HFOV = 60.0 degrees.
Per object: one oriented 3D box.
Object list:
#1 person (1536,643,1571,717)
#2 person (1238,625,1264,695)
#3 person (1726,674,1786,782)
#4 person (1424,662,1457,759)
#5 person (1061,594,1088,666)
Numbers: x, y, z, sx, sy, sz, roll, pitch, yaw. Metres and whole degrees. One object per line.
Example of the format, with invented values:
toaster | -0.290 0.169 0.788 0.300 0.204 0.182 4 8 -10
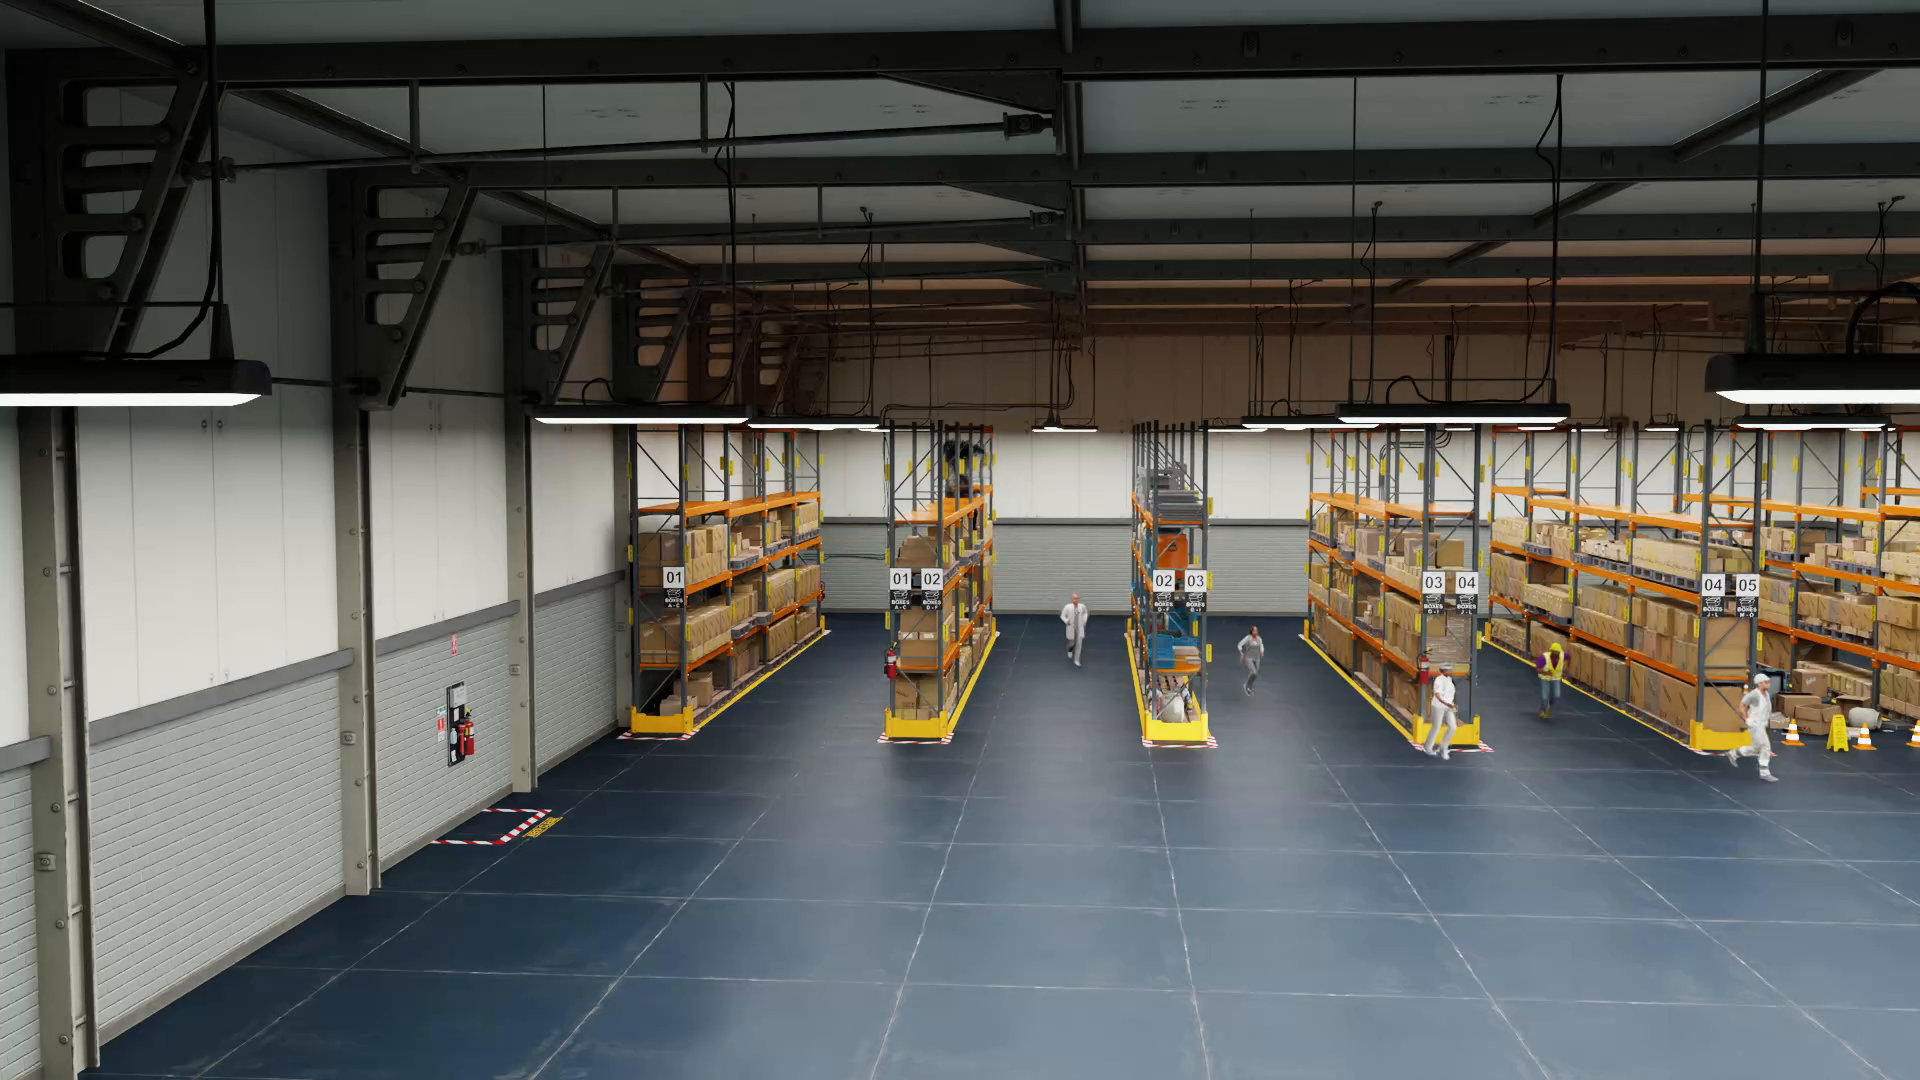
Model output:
person | 11.893 2.812 33.325 0.738 1.580 0.891 0 4 2
person | 6.380 2.633 36.251 0.510 1.554 0.689 -1 4 -18
person | 13.200 3.091 27.700 0.633 1.764 0.910 -3 5 -42
person | 8.583 3.035 29.404 0.524 1.755 0.668 -3 4 -36
person | 2.872 2.227 41.482 0.712 1.764 0.918 0 4 -7
